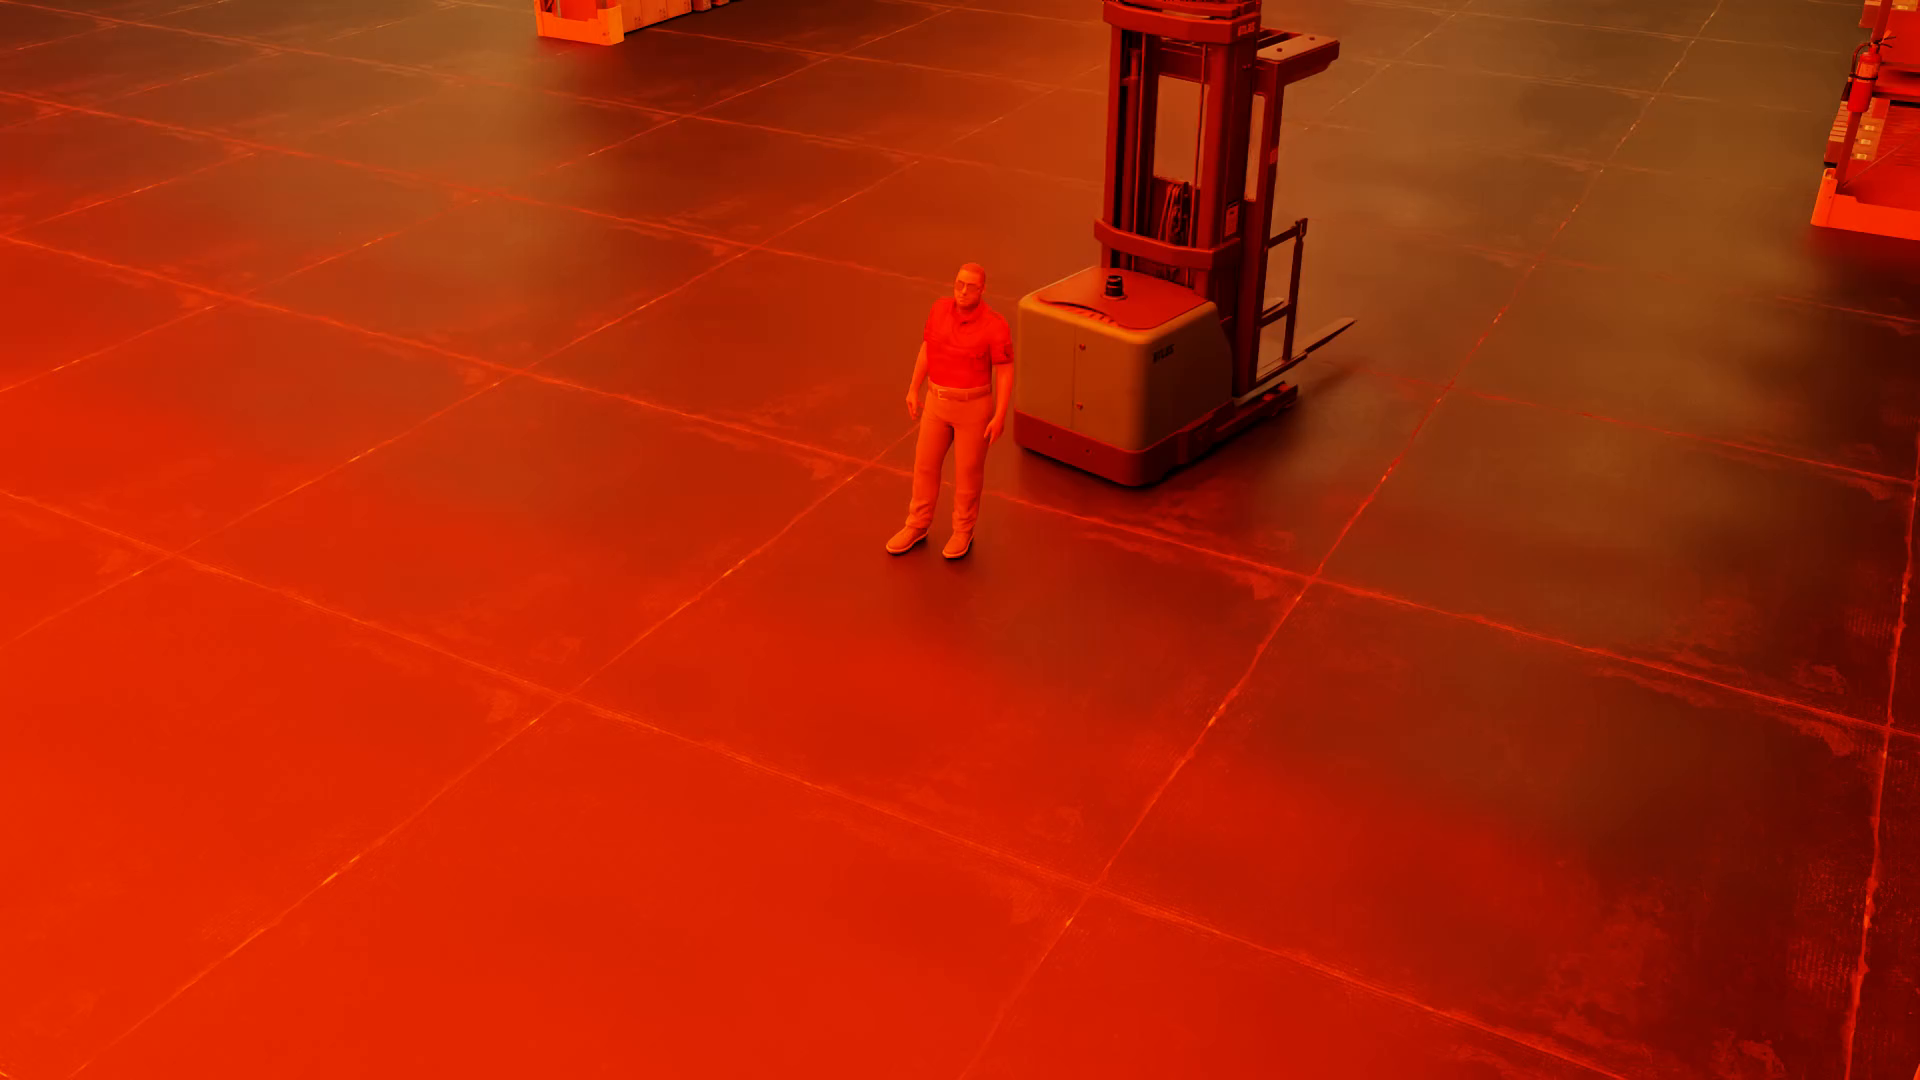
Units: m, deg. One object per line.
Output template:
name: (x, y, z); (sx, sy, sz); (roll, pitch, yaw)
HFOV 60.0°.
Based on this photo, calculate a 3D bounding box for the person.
person: (-0.053, -0.718, 9.504); (0.641, 1.724, 0.550); (15, 33, 25)

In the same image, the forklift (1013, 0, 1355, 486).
forklift: (1.701, -2.264, 10.993); (1.130, 2.935, 3.031); (24, 37, 35)
